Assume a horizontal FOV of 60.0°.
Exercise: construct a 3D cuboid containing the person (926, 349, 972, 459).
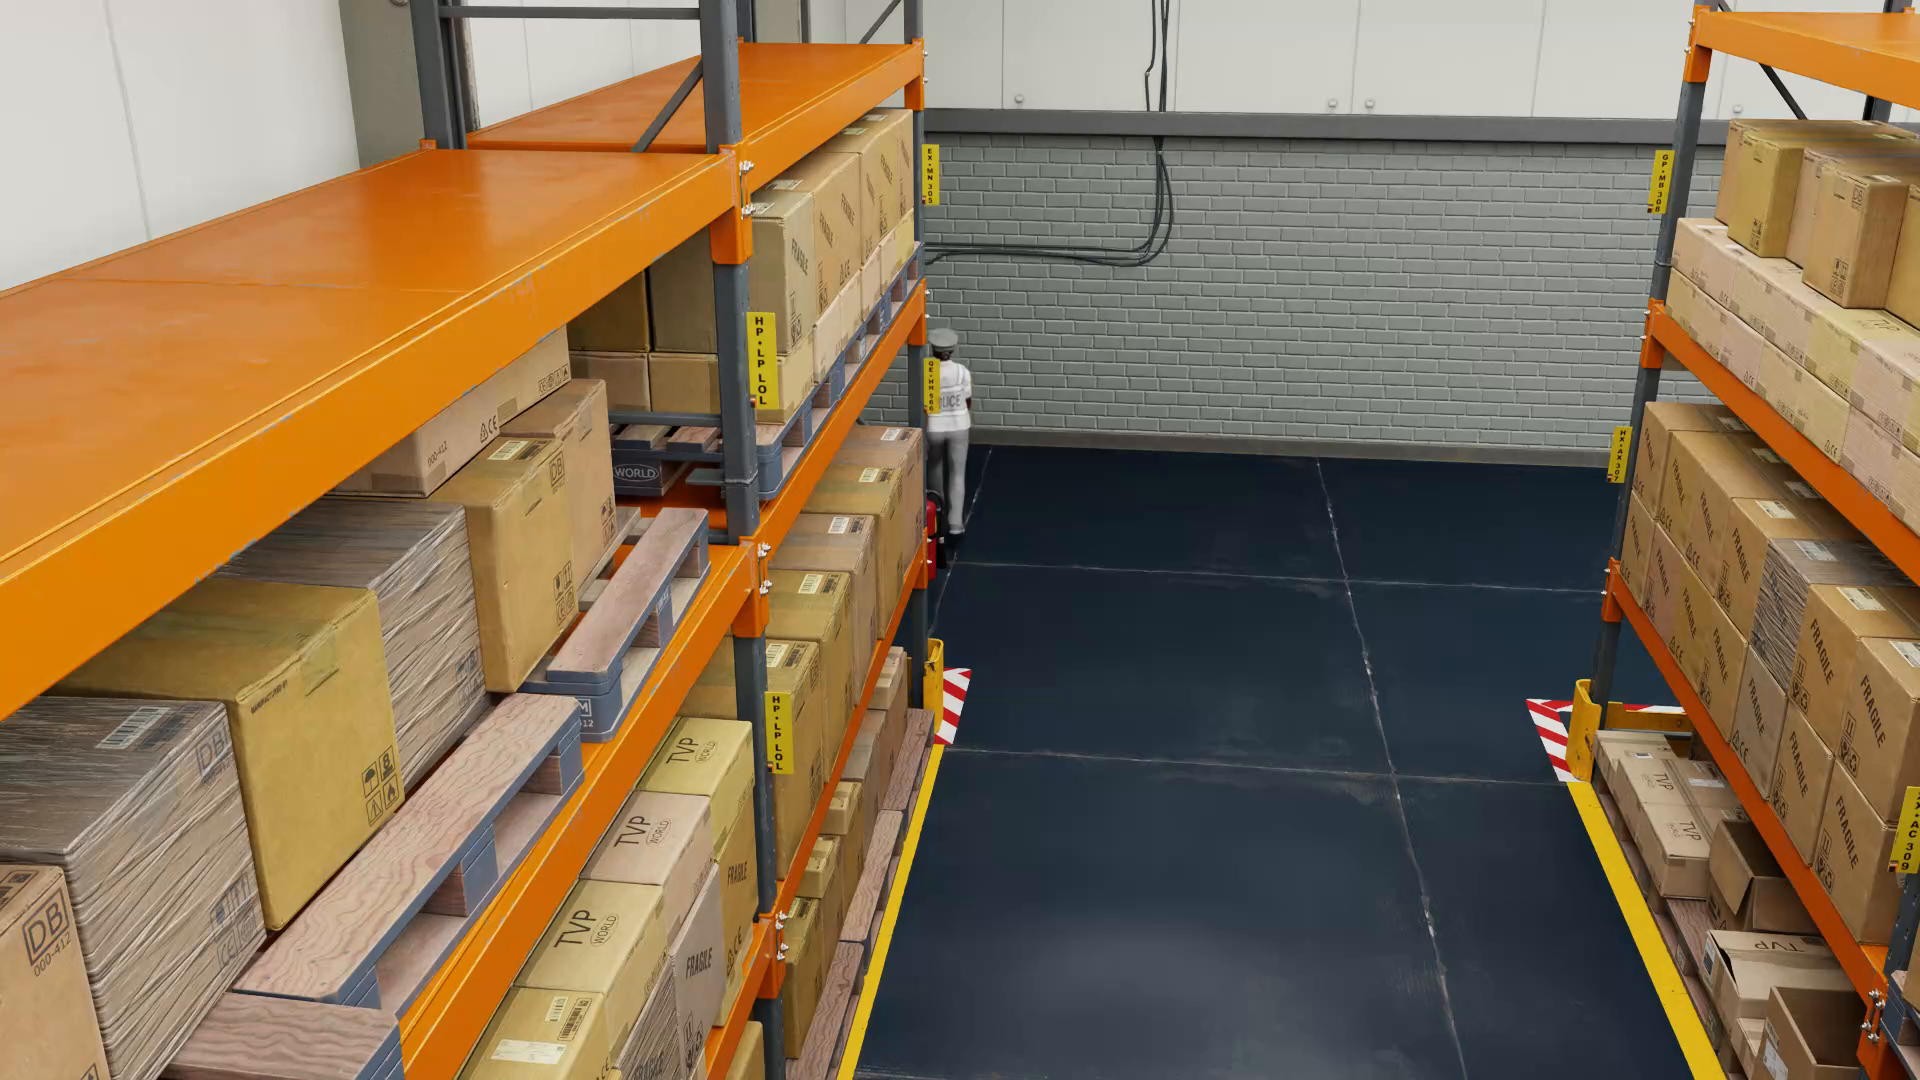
[{"bbox_3d":[-0.120,-1.184,13.290,0.429,0.987,0.512,1,21,2],"label":"person"}]
